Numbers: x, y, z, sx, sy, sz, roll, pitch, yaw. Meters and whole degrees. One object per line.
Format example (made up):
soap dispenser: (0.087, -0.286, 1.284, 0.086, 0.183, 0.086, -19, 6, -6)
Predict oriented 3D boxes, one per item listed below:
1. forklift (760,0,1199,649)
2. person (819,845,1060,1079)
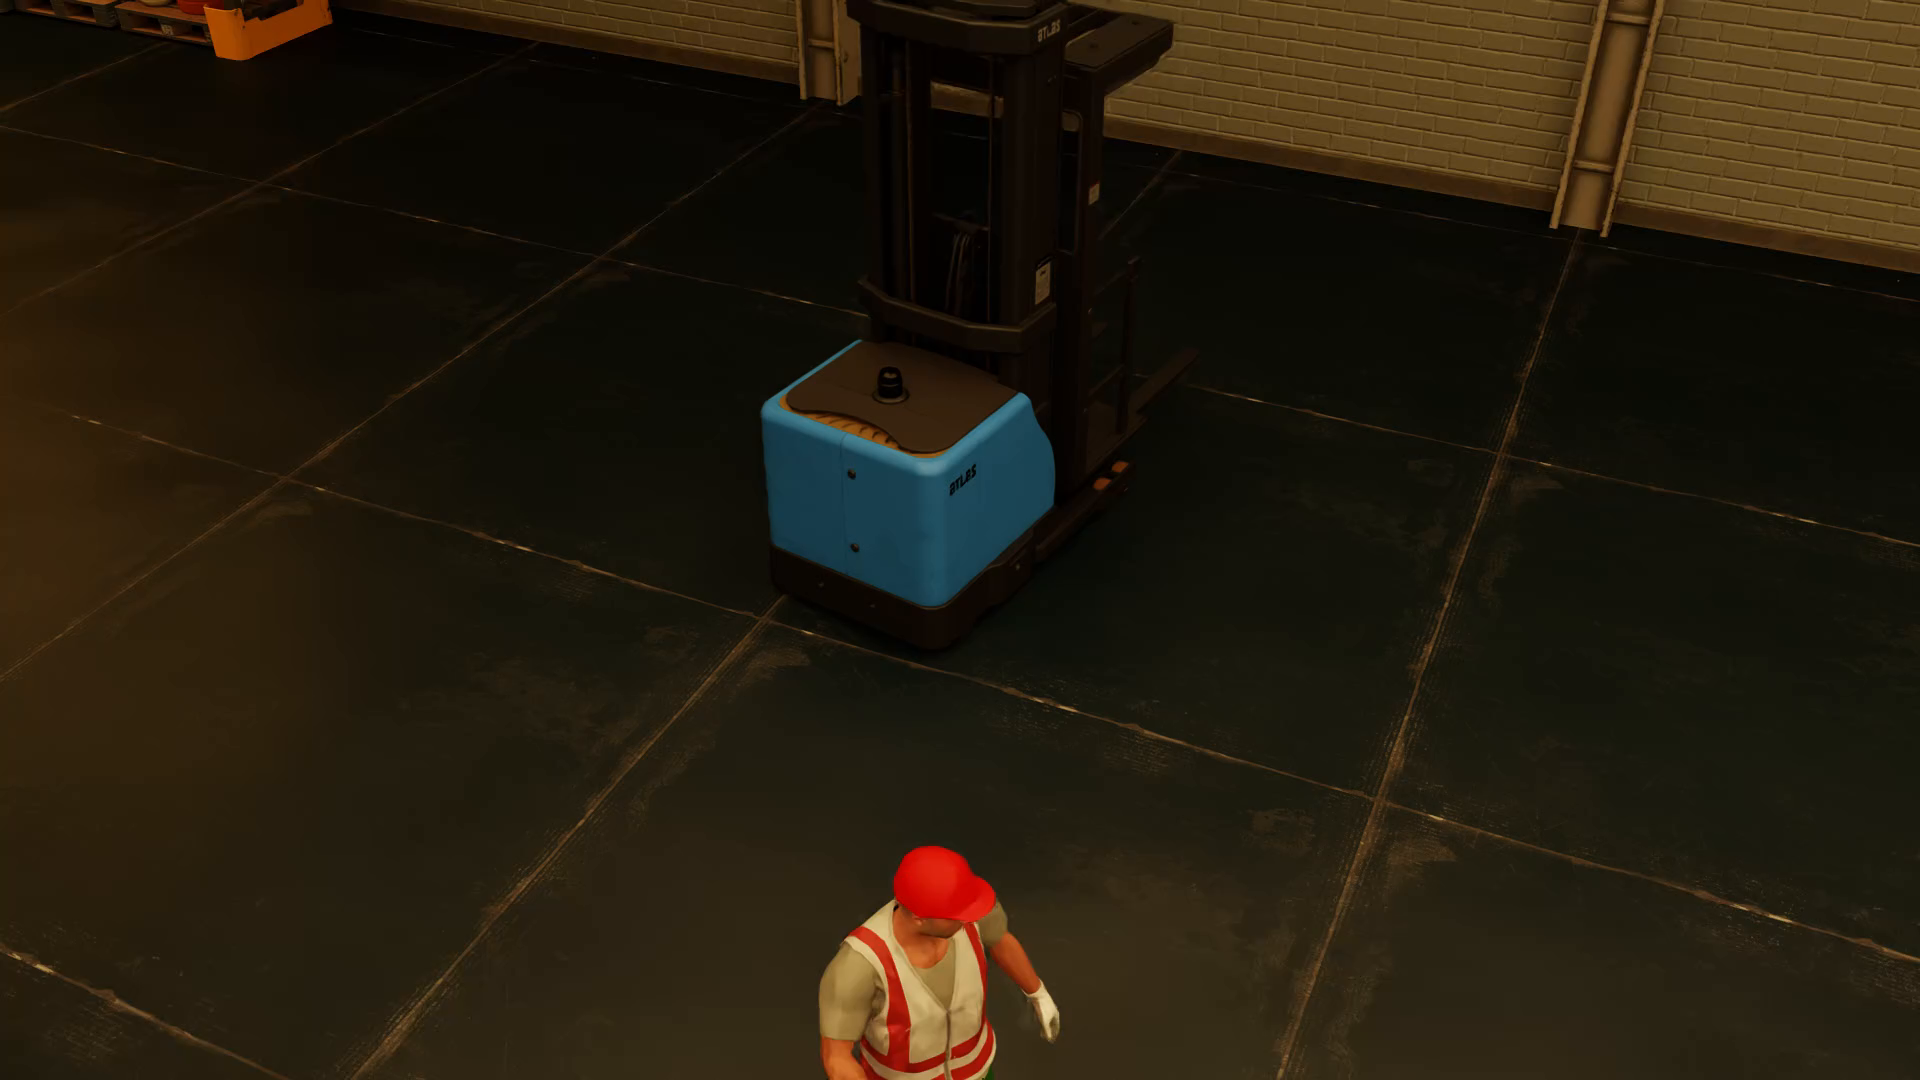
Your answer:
forklift: (0.295, -1.500, 8.189, 1.130, 2.935, 3.031, 21, 41, 27)
person: (-0.027, 1.567, 4.908, 0.787, 1.748, 0.480, -17, 39, -22)
